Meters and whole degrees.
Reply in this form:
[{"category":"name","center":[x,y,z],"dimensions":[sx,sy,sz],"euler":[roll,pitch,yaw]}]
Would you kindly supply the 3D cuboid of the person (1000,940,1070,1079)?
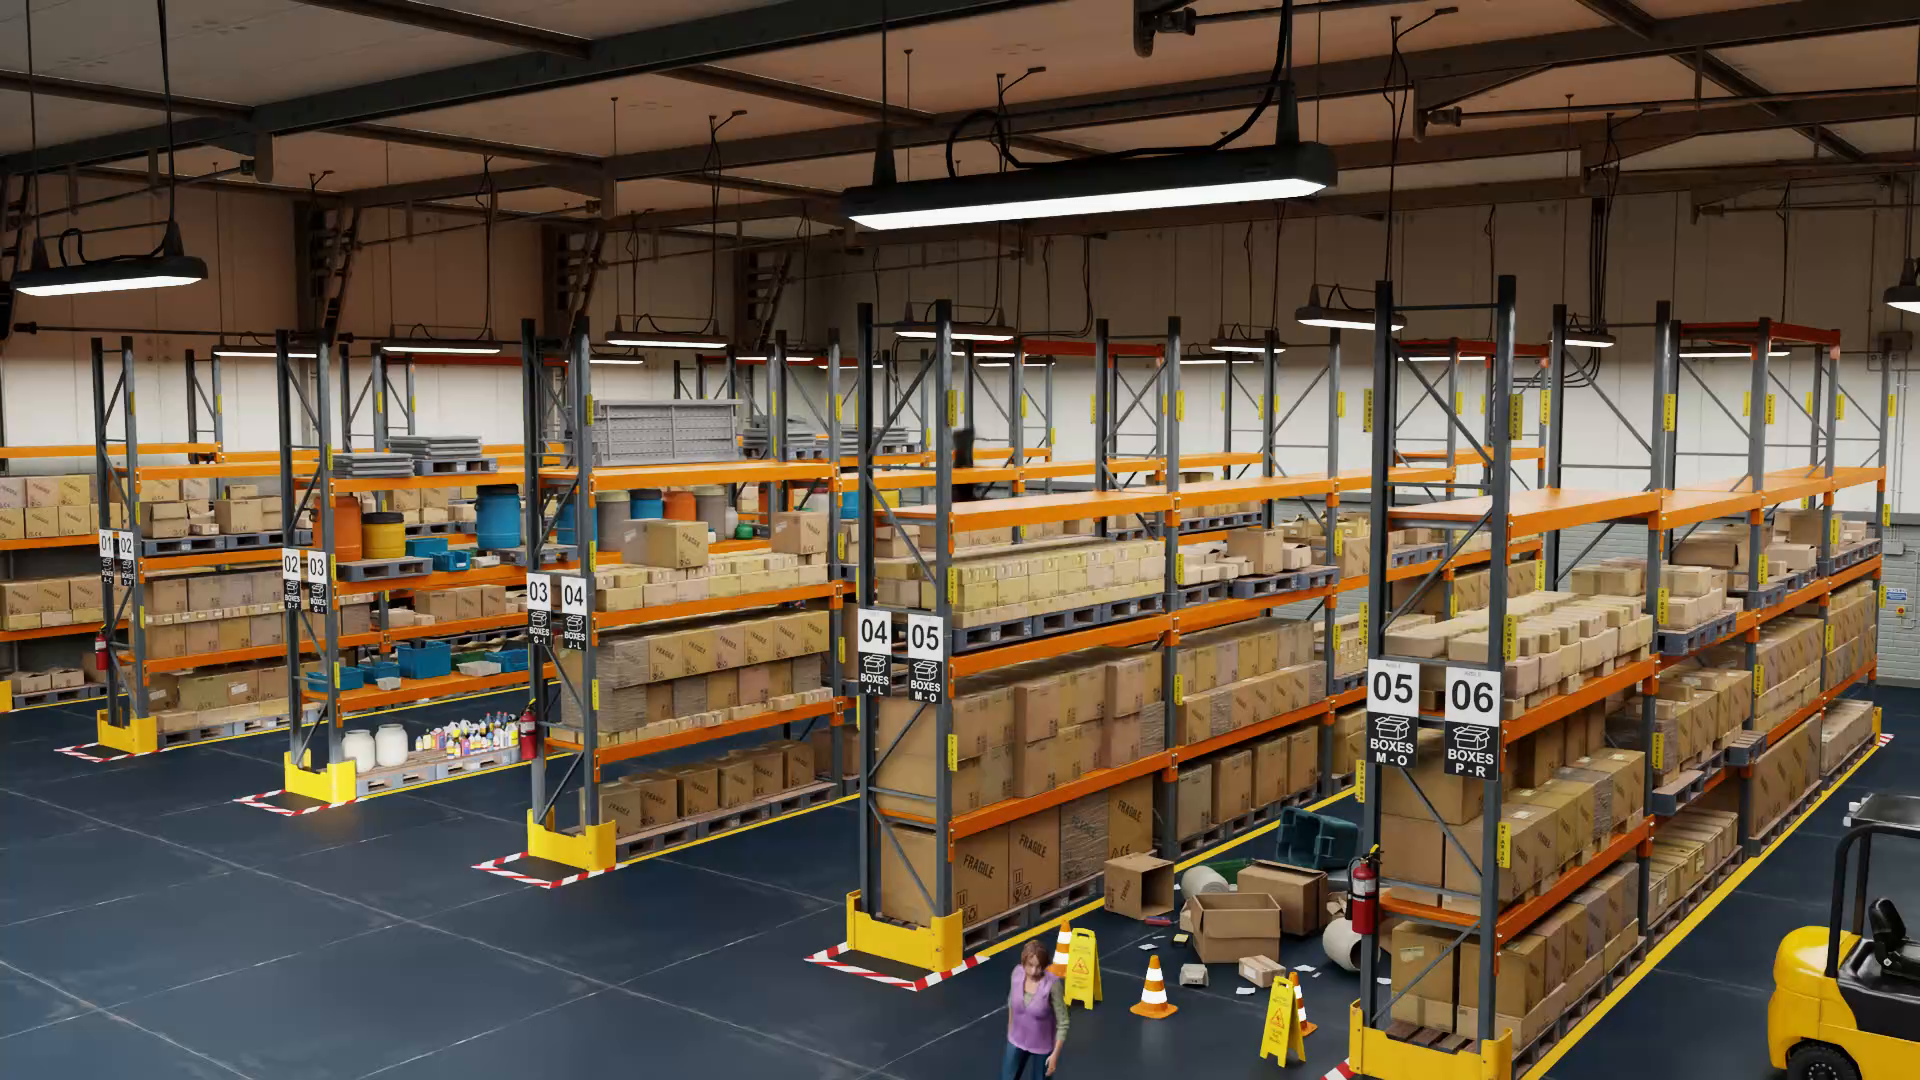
[{"category":"person","center":[0.499,3.428,11.206],"dimensions":[0.543,1.531,0.606],"euler":[2,5,21]}]
